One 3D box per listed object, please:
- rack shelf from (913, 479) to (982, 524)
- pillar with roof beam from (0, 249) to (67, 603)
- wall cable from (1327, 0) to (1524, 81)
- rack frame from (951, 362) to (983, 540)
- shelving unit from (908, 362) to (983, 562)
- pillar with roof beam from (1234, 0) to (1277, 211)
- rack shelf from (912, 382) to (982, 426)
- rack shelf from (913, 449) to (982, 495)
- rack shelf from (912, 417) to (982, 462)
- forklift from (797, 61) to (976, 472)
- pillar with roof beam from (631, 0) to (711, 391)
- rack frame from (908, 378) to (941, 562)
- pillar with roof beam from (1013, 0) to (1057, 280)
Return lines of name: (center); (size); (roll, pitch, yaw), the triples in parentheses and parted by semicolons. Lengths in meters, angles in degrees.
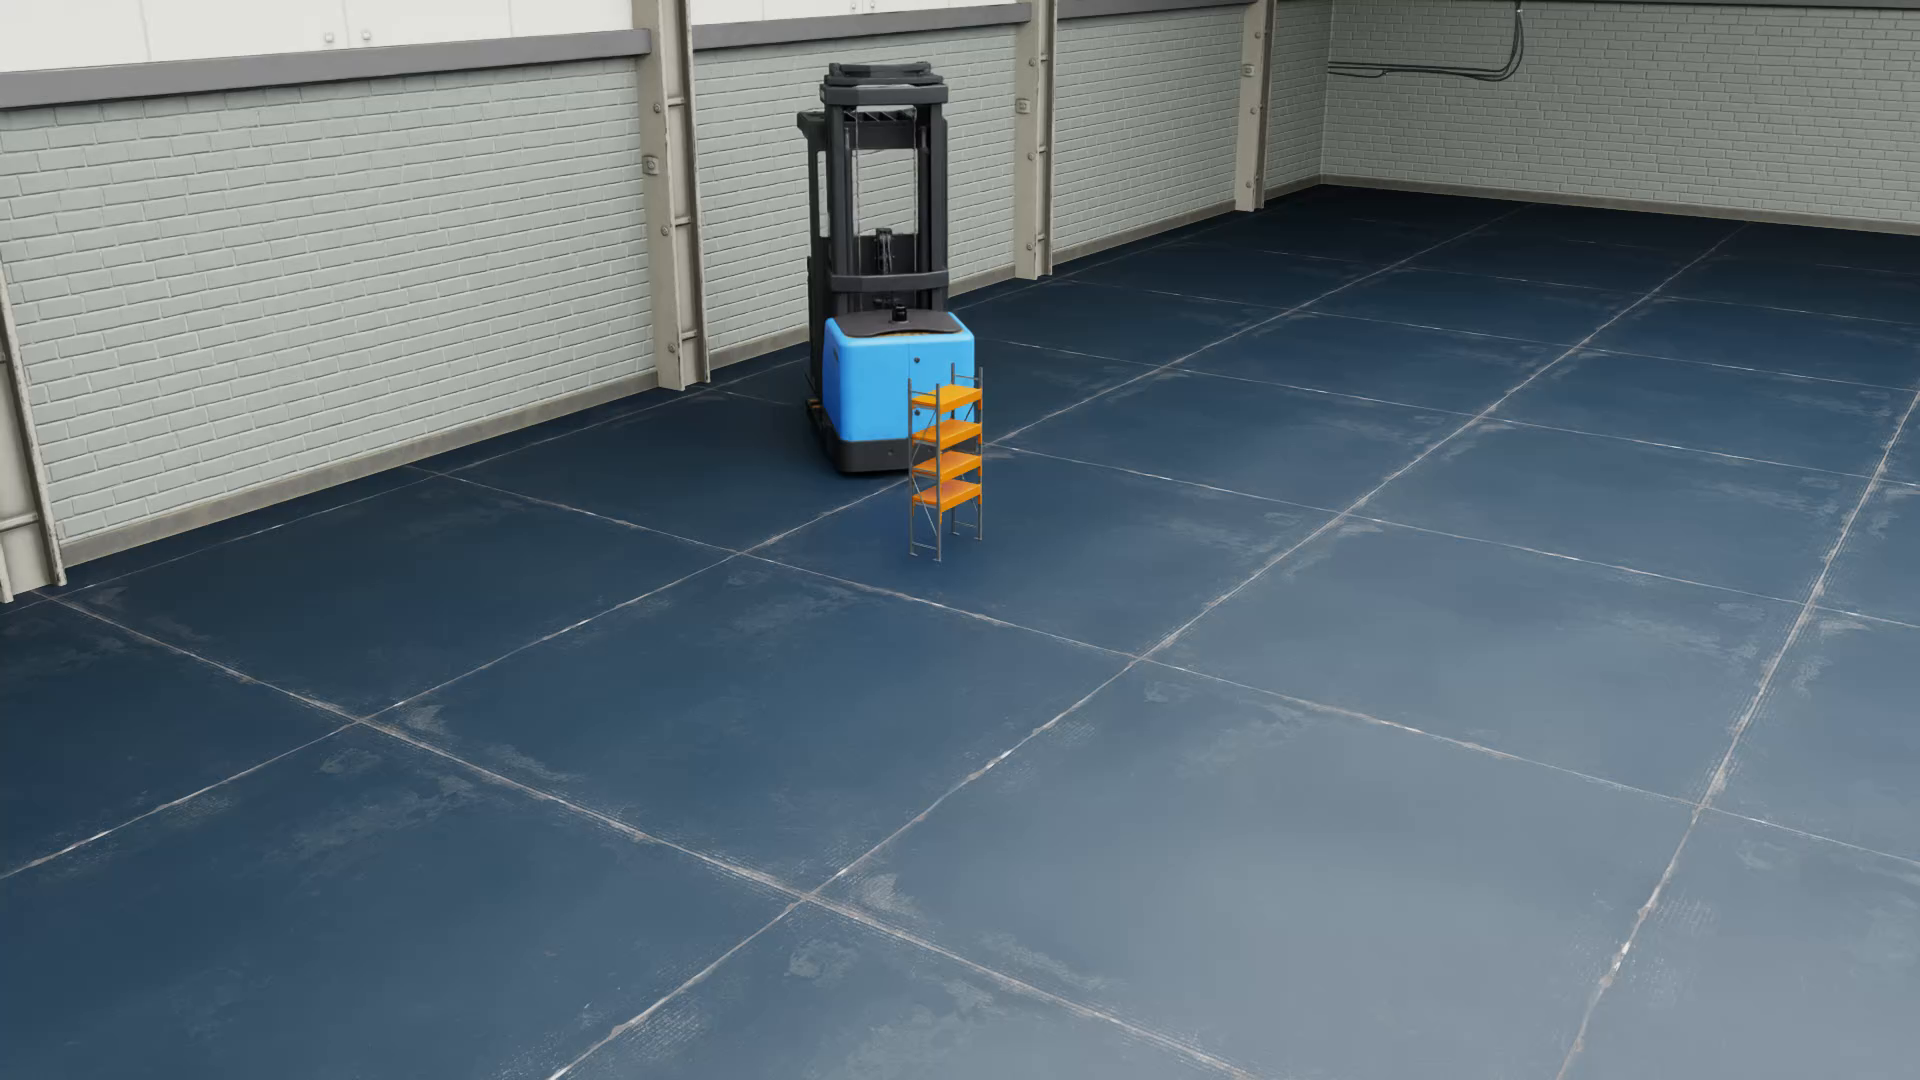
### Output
rack shelf: (-0.093, -0.266, 11.021); (0.258, 0.148, 0.480); (13, 24, 32)
pillar with roof beam: (-2.323, -3.079, 6.618); (9.100, 9.000, 0.400); (13, 24, 32)
wall cable: (6.985, -8.214, 24.976); (3.097, 2.526, 0.112); (13, 24, 32)
rack frame: (0.044, -0.585, 11.118); (0.240, 1.200, 0.015); (13, 24, 32)
shelving unit: (-0.093, -0.515, 10.928); (0.258, 1.200, 0.503); (13, 24, 32)
pillar with roof beam: (7.795, -8.244, 20.580); (9.100, 9.000, 0.400); (13, 24, 32)
rack shelf: (-0.093, -0.884, 10.792); (0.258, 0.148, 0.480); (13, 24, 32)
rack shelf: (-0.093, -0.452, 10.952); (0.258, 0.148, 0.480); (13, 24, 32)
rack shelf: (-0.093, -0.662, 10.874); (0.258, 0.148, 0.480); (13, 24, 32)
forklift: (-0.690, -2.357, 13.412); (1.130, 2.935, 3.031); (-4, 21, -11)
pillar with roof beam: (1.050, -4.801, 11.272); (9.100, 9.000, 0.400); (13, 24, 32)
rack frame: (-0.230, -0.445, 10.739); (0.240, 1.200, 0.015); (13, 24, 32)
pillar with roof beam: (4.422, -6.522, 15.926); (9.100, 9.000, 0.400); (13, 24, 32)
